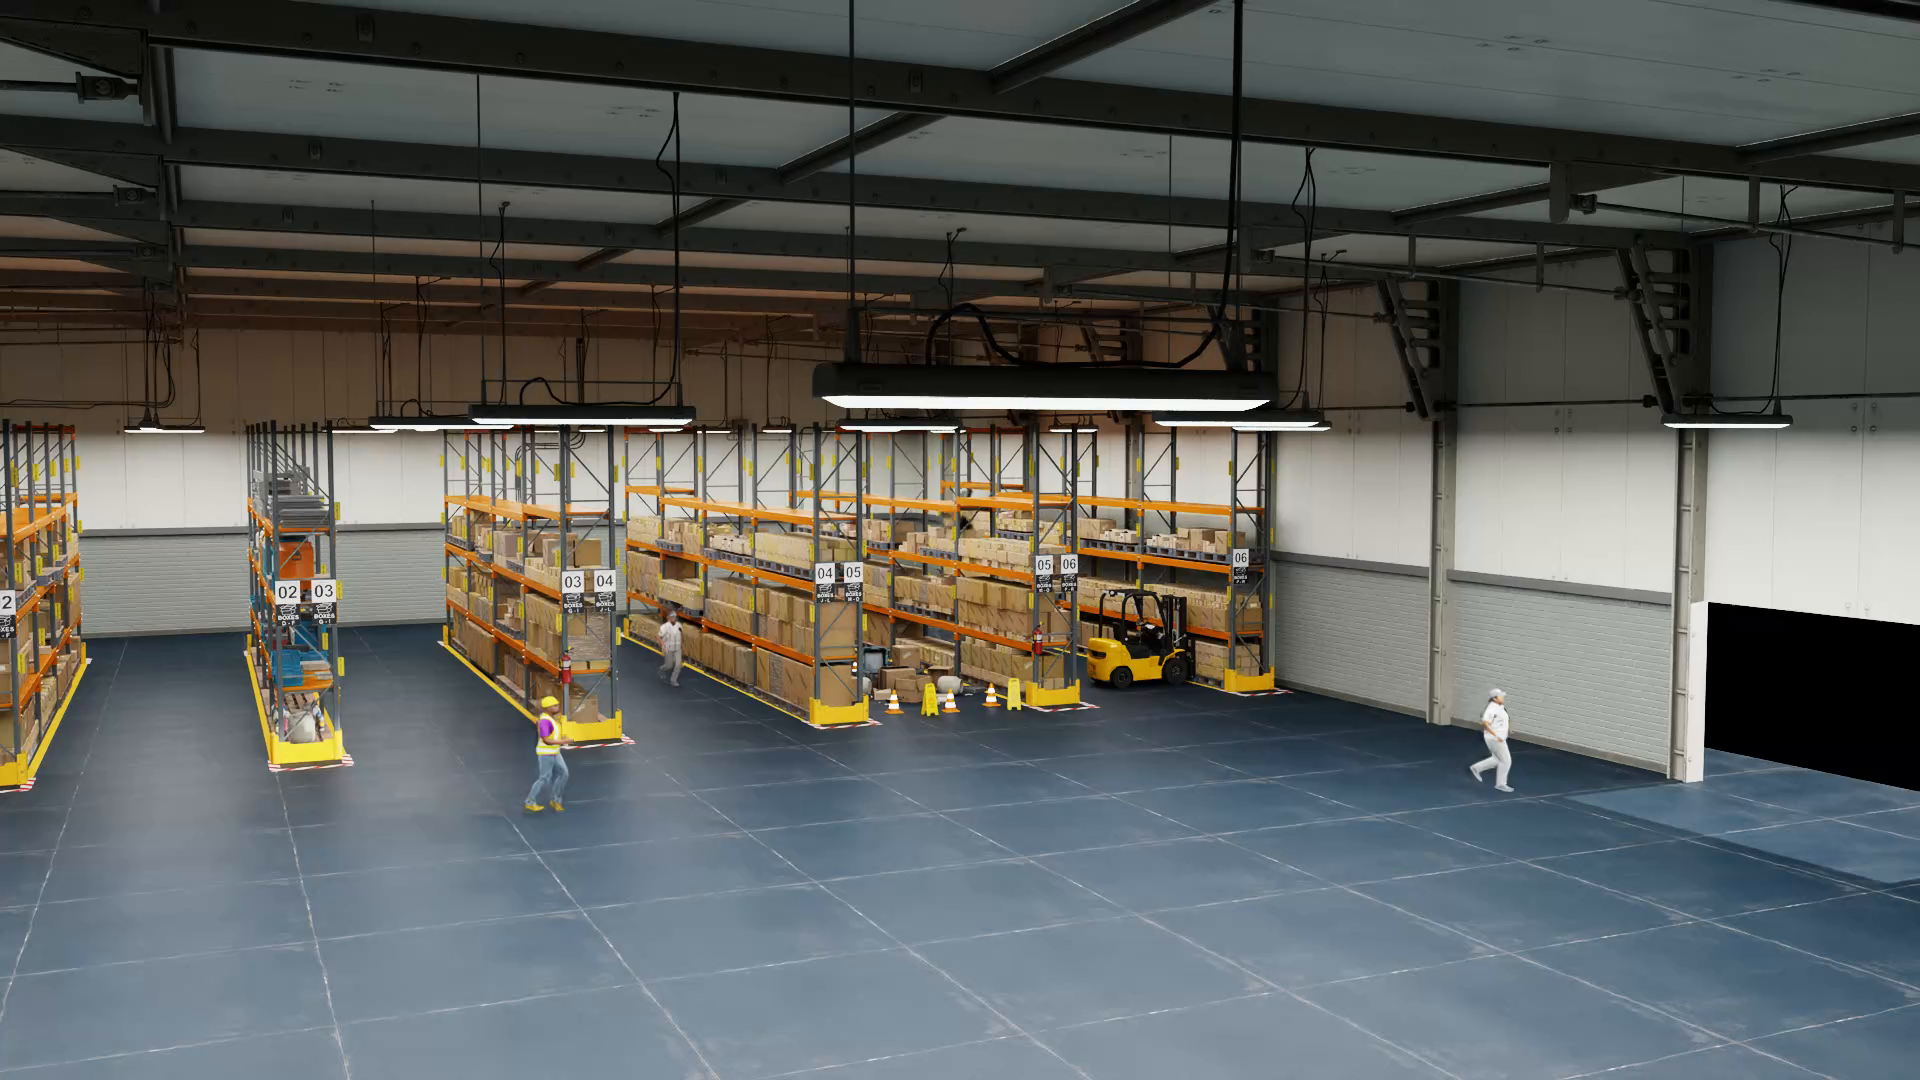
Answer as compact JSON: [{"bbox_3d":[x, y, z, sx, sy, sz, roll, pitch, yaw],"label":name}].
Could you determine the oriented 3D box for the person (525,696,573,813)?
[{"bbox_3d":[-6.222,3.284,25.224,0.744,1.840,0.720,0,4,0],"label":"person"}]

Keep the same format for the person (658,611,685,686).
[{"bbox_3d":[-6.636,2.477,38.212,0.650,1.733,0.652,-2,4,-33],"label":"person"}]

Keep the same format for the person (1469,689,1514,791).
[{"bbox_3d":[8.632,3.229,26.958,0.705,1.660,0.602,1,4,22],"label":"person"}]
